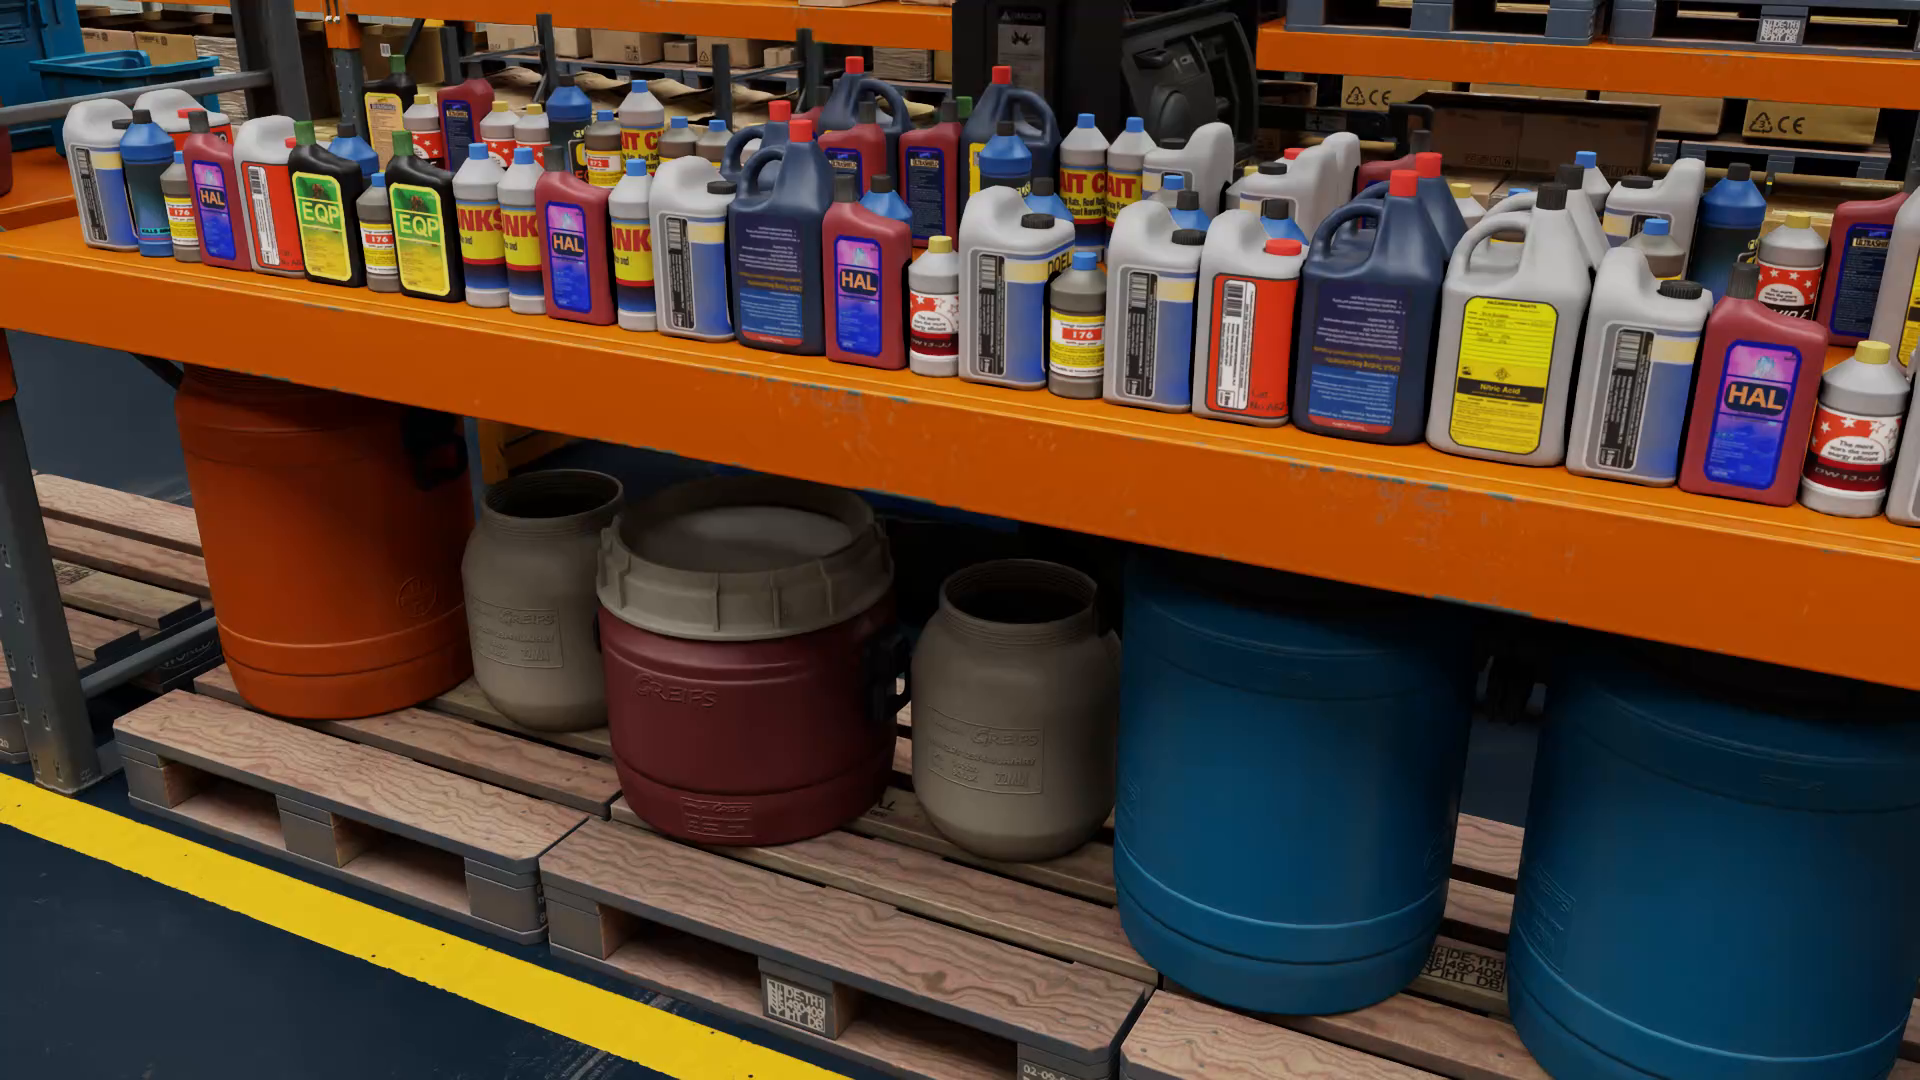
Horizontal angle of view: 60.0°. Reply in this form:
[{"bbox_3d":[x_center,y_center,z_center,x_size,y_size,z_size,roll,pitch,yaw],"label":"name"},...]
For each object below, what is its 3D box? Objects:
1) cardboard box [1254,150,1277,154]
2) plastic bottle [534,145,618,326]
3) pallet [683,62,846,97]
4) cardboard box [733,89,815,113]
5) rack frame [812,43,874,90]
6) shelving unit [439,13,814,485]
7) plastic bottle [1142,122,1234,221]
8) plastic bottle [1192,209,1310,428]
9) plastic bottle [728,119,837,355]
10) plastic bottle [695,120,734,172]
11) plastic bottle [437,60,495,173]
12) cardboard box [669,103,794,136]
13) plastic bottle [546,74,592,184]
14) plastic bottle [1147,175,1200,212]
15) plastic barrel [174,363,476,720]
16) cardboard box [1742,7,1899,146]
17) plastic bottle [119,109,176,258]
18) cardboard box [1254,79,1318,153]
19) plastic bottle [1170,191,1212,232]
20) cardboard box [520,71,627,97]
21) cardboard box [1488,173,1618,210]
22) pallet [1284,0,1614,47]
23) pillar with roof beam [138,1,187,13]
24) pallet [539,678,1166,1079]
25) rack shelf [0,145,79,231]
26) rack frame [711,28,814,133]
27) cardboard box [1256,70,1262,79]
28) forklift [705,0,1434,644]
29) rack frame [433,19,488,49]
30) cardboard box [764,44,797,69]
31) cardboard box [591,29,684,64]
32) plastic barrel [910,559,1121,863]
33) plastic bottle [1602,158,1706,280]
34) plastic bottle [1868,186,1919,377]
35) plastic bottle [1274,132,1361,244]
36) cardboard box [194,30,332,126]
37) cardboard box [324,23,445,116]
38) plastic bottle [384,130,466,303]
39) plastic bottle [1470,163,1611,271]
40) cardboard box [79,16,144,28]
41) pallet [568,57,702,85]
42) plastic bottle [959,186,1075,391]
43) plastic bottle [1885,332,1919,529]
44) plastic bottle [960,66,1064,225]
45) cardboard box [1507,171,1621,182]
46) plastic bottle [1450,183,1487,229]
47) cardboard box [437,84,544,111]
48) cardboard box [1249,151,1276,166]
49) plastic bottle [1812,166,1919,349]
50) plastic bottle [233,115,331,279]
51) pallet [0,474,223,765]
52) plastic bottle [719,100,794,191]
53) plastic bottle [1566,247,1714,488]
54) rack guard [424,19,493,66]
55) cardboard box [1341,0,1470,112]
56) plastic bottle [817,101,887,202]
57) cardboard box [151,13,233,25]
[{"bbox_3d":[1.297,-1.665,7.965,0.500,0.500,0.500,12,26,27],"label":"cardboard box"},{"bbox_3d":[-0.631,-0.504,2.751,0.133,0.283,0.061,11,25,25],"label":"plastic bottle"},{"bbox_3d":[-1.597,-3.956,14.283,1.213,0.211,1.003,11,25,25],"label":"pallet"},{"bbox_3d":[-0.906,-2.258,8.987,0.500,0.311,0.500,10,25,23],"label":"cardboard box"},{"bbox_3d":[-0.982,-5.133,13.488,0.127,3.000,1.000,11,25,25],"label":"rack frame"},{"bbox_3d":[-1.029,-0.893,5.434,1.083,1.500,0.587,11,25,24],"label":"shelving unit"},{"bbox_3d":[0.413,-0.623,3.040,0.135,0.276,0.152,11,25,25],"label":"plastic bottle"},{"bbox_3d":[0.414,-0.314,2.313,0.135,0.276,0.152,11,25,25],"label":"plastic bottle"},{"bbox_3d":[-0.263,-0.480,2.610,0.185,0.351,0.144,11,25,25],"label":"plastic bottle"},{"bbox_3d":[-0.507,-0.782,3.511,0.097,0.201,0.097,0,23,0],"label":"plastic bottle"},{"bbox_3d":[-1.123,-0.950,3.800,0.133,0.283,0.061,11,25,25],"label":"plastic bottle"},{"bbox_3d":[-1.138,-2.068,8.541,0.500,0.311,0.500,11,25,24],"label":"cardboard box"},{"bbox_3d":[-0.854,-0.883,3.659,0.097,0.271,0.097,0,23,0],"label":"plastic bottle"},{"bbox_3d":[0.373,-0.542,2.944,0.097,0.201,0.097,0,23,0],"label":"plastic bottle"},{"bbox_3d":[-1.438,-0.081,3.844,0.708,0.830,0.600,11,25,25],"label":"plastic barrel"},{"bbox_3d":[5.519,-2.994,10.668,0.750,0.750,0.750,12,26,25],"label":"cardboard box"},{"bbox_3d":[-1.551,-0.688,3.200,0.097,0.271,0.097,0,23,0],"label":"plastic bottle"},{"bbox_3d":[1.349,-2.002,7.798,0.500,0.250,0.500,12,26,27],"label":"cardboard box"},{"bbox_3d":[0.333,-0.382,2.480,0.097,0.271,0.097,0,23,0],"label":"plastic bottle"},{"bbox_3d":[-2.256,-2.527,9.620,0.500,0.311,0.500,12,26,26],"label":"cardboard box"},{"bbox_3d":[2.471,-1.208,6.889,0.500,0.500,0.500,12,26,25],"label":"cardboard box"},{"bbox_3d":[2.094,-2.266,6.991,1.213,0.211,1.003,11,25,25],"label":"pallet"},{"bbox_3d":[-10.833,-8.335,13.350,0.400,9.000,9.100,11,25,25],"label":"pillar with roof beam"},{"bbox_3d":[-0.075,0.657,3.436,1.213,0.211,1.003,11,25,25],"label":"pallet"},{"bbox_3d":[-3.667,-0.989,4.662,4.000,0.370,1.077,11,25,25],"label":"rack shelf"},{"bbox_3d":[-0.583,-0.805,5.227,0.032,1.500,0.500,11,25,24],"label":"rack frame"},{"bbox_3d":[1.922,-3.588,12.486,0.500,0.500,0.700,12,26,25],"label":"cardboard box"},{"bbox_3d":[0.792,-1.176,4.271,3.031,2.935,1.130,11,25,24],"label":"forklift"},{"bbox_3d":[-4.552,-5.840,15.148,0.127,3.000,1.000,11,25,25],"label":"rack frame"},{"bbox_3d":[-1.473,-4.116,14.153,0.250,0.166,0.380,8,24,18],"label":"cardboard box"},{"bbox_3d":[-2.834,-4.490,14.608,0.500,0.500,0.700,10,25,21],"label":"cardboard box"},{"bbox_3d":[0.114,0.333,3.276,0.421,0.512,0.421,0,23,0],"label":"plastic barrel"},{"bbox_3d":[1.120,-0.483,2.711,0.135,0.276,0.152,11,25,25],"label":"plastic bottle"},{"bbox_3d":[1.484,-0.420,2.469,0.185,0.351,0.144,11,25,25],"label":"plastic bottle"},{"bbox_3d":[0.620,-0.582,2.944,0.135,0.276,0.152,11,25,25],"label":"plastic bottle"},{"bbox_3d":[-4.167,-2.773,9.957,0.500,0.500,0.500,11,25,25],"label":"cardboard box"},{"bbox_3d":[-3.486,-2.867,10.177,0.500,0.500,0.500,11,25,25],"label":"cardboard box"},{"bbox_3d":[-0.924,-0.562,2.887,0.133,0.283,0.061,11,25,25],"label":"plastic bottle"},{"bbox_3d":[0.785,-0.336,2.271,0.185,0.351,0.144,11,25,25],"label":"plastic bottle"},{"bbox_3d":[-5.506,-3.038,10.579,0.500,0.500,0.500,11,25,25],"label":"cardboard box"},{"bbox_3d":[-2.690,-4.171,14.789,1.213,0.211,1.003,11,25,25],"label":"pallet"},{"bbox_3d":[0.087,-0.378,2.465,0.135,0.276,0.152,11,25,25],"label":"plastic bottle"},{"bbox_3d":[1.190,-0.160,1.952,0.135,0.276,0.152,11,25,25],"label":"plastic bottle"},{"bbox_3d":[0.099,-0.721,3.176,0.185,0.351,0.144,11,25,25],"label":"plastic bottle"},{"bbox_3d":[2.680,-1.394,7.326,0.500,0.500,0.500,12,26,25],"label":"cardboard box"},{"bbox_3d":[0.855,-0.513,2.877,0.097,0.201,0.097,0,23,0],"label":"plastic bottle"},{"bbox_3d":[-2.513,-2.338,9.176,0.500,0.311,0.500,11,25,24],"label":"cardboard box"},{"bbox_3d":[1.103,-1.478,7.524,0.500,0.500,0.500,10,25,23],"label":"cardboard box"},{"bbox_3d":[1.434,-0.444,2.611,0.133,0.283,0.061,11,25,25],"label":"plastic bottle"},{"bbox_3d":[-1.229,-0.639,3.078,0.135,0.276,0.152,11,25,25],"label":"plastic bottle"},{"bbox_3d":[-2.556,0.166,4.590,1.213,0.211,1.003,11,25,25],"label":"pallet"},{"bbox_3d":[-0.315,-0.557,2.791,0.185,0.351,0.144,11,25,25],"label":"plastic bottle"},{"bbox_3d":[0.864,-0.225,2.104,0.135,0.276,0.152,11,25,25],"label":"plastic bottle"},{"bbox_3d":[-4.484,-4.676,15.606,0.348,0.500,1.175,11,25,25],"label":"rack guard"},{"bbox_3d":[3.185,-3.455,11.752,0.750,0.750,0.750,11,25,24],"label":"cardboard box"},{"bbox_3d":[-0.209,-0.706,3.226,0.133,0.283,0.061,11,25,25],"label":"plastic bottle"},{"bbox_3d":[-4.826,-3.131,10.798,0.500,0.500,0.500,11,25,25],"label":"cardboard box"}]
